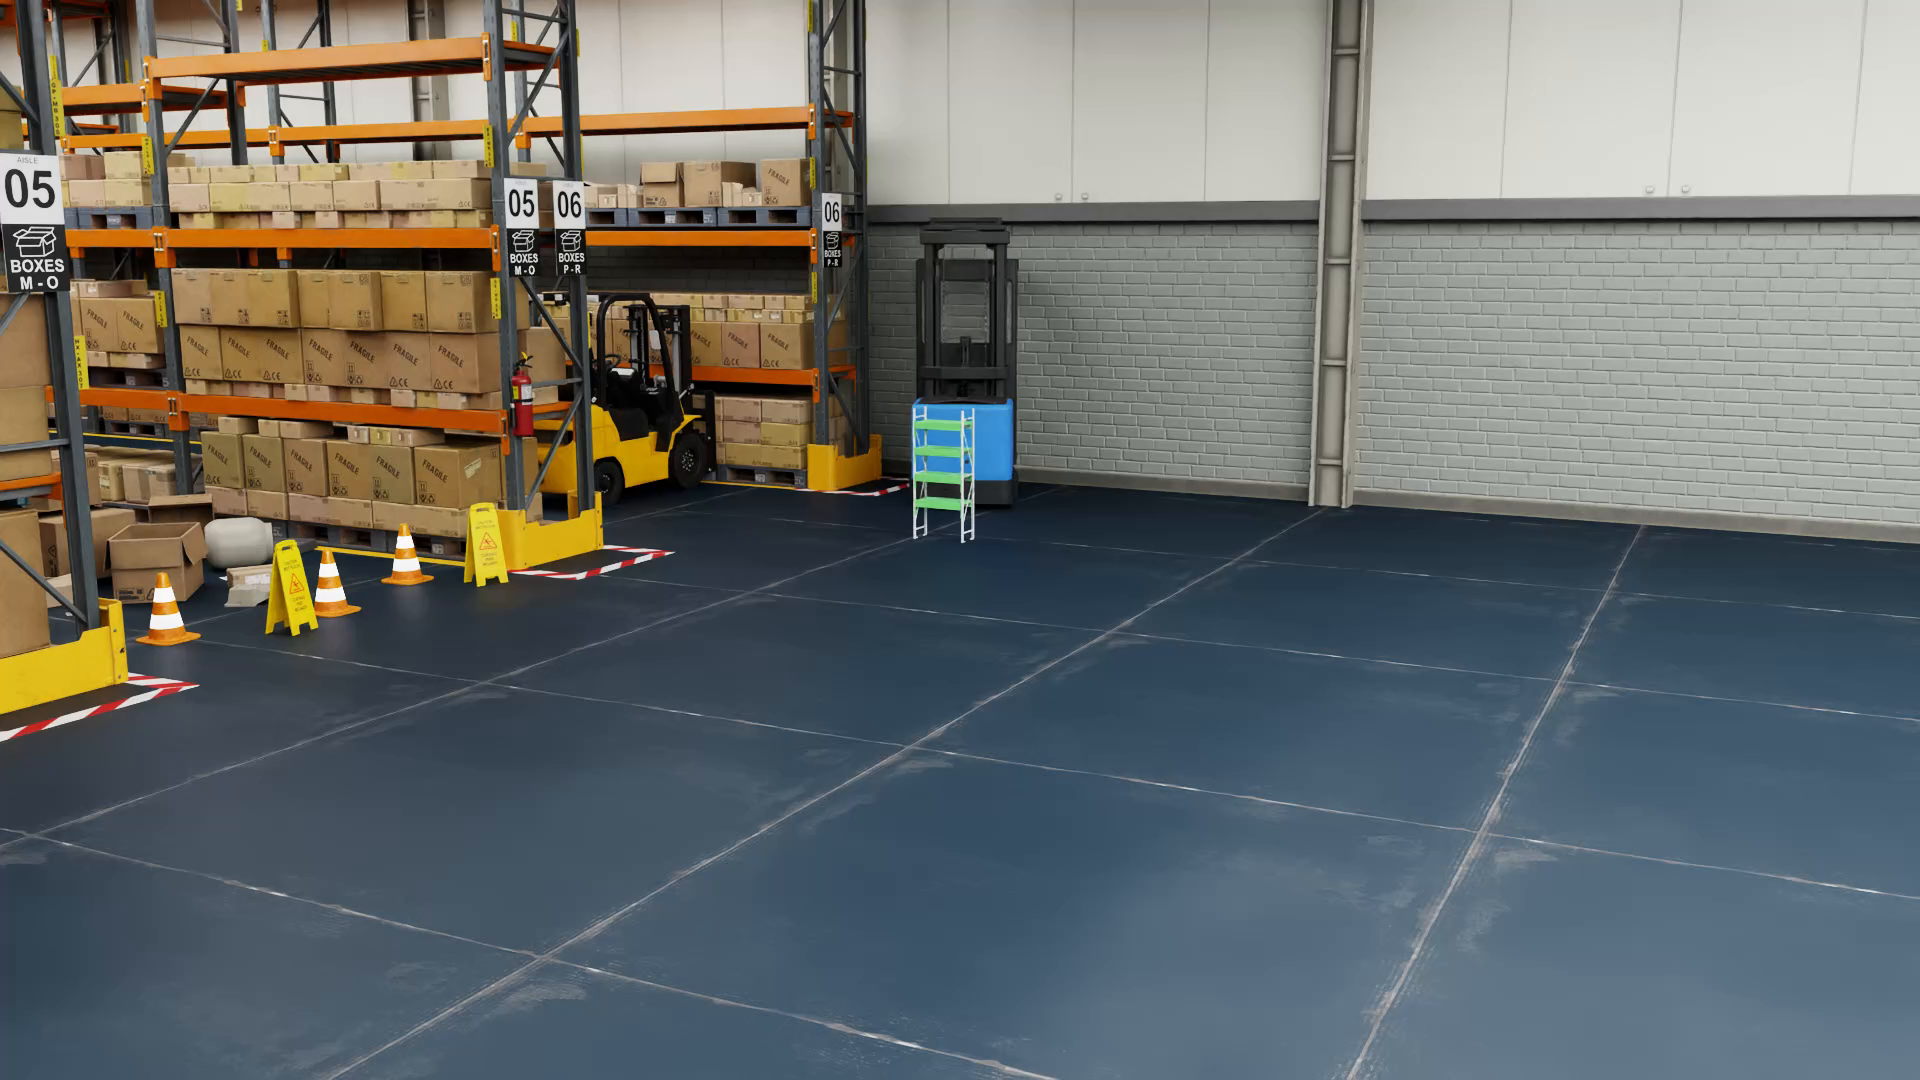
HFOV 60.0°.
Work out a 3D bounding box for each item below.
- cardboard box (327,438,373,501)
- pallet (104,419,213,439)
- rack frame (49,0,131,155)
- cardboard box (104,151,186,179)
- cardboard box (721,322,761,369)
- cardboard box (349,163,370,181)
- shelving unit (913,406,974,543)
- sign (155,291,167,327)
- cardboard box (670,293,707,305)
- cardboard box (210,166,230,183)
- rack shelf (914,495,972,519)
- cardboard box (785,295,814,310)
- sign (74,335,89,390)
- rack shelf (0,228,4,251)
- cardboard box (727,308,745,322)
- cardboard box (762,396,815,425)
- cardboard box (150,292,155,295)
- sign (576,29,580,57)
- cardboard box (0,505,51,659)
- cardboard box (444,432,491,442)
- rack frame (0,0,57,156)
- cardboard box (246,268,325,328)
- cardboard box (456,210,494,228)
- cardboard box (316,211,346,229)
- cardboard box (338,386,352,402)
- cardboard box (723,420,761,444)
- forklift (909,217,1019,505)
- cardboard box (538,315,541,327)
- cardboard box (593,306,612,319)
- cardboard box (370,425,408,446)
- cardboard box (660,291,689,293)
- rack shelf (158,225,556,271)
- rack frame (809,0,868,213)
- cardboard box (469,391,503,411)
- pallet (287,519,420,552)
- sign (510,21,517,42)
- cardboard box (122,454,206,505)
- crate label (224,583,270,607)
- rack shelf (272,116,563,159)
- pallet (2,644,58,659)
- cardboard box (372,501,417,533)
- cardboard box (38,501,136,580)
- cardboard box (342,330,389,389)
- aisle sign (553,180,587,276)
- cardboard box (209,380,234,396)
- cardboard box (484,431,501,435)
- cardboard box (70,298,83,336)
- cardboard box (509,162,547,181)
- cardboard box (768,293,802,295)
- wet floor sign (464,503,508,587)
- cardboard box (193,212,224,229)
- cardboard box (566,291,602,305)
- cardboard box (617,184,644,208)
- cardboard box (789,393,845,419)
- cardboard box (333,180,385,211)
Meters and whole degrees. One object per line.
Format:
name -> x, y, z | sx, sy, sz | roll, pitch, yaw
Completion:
cardboard box -> -5.257, -0.648, 14.822 | 0.500, 0.500, 0.500 | 5, 11, 24
pallet -> -11.326, -1.630, 23.647 | 1.213, 0.211, 1.003 | 5, 11, 26
rack frame -> -12.072, -6.013, 23.185 | 0.127, 3.000, 1.000 | 5, 11, 26
cardboard box -> -7.667, -3.517, 15.658 | 0.500, 0.250, 0.500 | 5, 12, 27
cardboard box -> -2.329, -2.204, 18.702 | 0.500, 0.500, 0.500 | 5, 12, 28
cardboard box -> -5.033, -3.163, 14.330 | 0.250, 0.149, 0.380 | 5, 11, 24
shelving unit -> -0.148, -0.603, 15.195 | 0.503, 1.200, 0.258 | 5, 11, 26
sign -> -7.333, -2.118, 15.260 | 0.005, 0.325, 0.100 | 5, 11, 26
cardboard box -> -3.103, -2.744, 19.034 | 0.250, 0.149, 0.380 | 5, 11, 27
cardboard box -> -6.474, -3.267, 14.903 | 0.250, 0.149, 0.380 | 5, 11, 24
rack shelf -> -0.148, -0.304, 15.250 | 0.480, 0.148, 0.258 | 5, 11, 26
cardboard box -> -1.725, -2.624, 18.371 | 0.250, 0.149, 0.380 | 5, 11, 26
sign -> -5.352, -1.077, 10.103 | 0.005, 0.325, 0.100 | 5, 11, 26
rack shelf -> -7.397, -1.803, 10.368 | 4.000, 0.370, 1.077 | 5, 11, 26
cardboard box -> -2.411, -2.533, 18.701 | 0.250, 0.149, 0.380 | 5, 11, 25
cardboard box -> -1.862, -1.447, 18.538 | 0.500, 0.250, 0.500 | 5, 12, 28
cardboard box -> -10.569, -3.140, 22.698 | 0.500, 0.500, 0.700 | 5, 11, 26
sign -> -4.630, -6.007, 20.083 | 0.005, 0.325, 0.100 | 5, 11, 26
cardboard box -> -6.241, 0.272, 10.089 | 0.875, 0.875, 0.875 | 5, 11, 26
cardboard box -> -4.597, -0.695, 15.082 | 0.500, 0.500, 0.500 | 5, 11, 24
rack frame -> -5.603, -3.476, 9.166 | 0.127, 3.000, 1.000 | 5, 11, 26
cardboard box -> -5.905, -2.168, 14.863 | 0.500, 0.500, 0.700 | 5, 11, 25
cardboard box -> -3.947, -2.658, 13.776 | 0.250, 0.149, 0.380 | 5, 11, 26
cardboard box -> -5.345, -2.772, 14.406 | 0.250, 0.149, 0.380 | 5, 11, 25
cardboard box -> -5.296, -1.317, 14.792 | 0.250, 0.149, 0.380 | 5, 11, 26
cardboard box -> -2.331, -1.244, 18.821 | 0.500, 0.250, 0.500 | 5, 11, 25
forklift -> 0.083, -2.006, 18.081 | 1.130, 2.935, 3.031 | 0, 10, 3
cardboard box -> -5.451, -2.600, 20.193 | 0.500, 0.250, 0.500 | 5, 11, 25
cardboard box -> -4.061, -2.664, 19.425 | 0.250, 0.149, 0.380 | 5, 12, 27
cardboard box -> -4.920, -0.924, 14.527 | 0.250, 0.149, 0.380 | 5, 12, 27
cardboard box -> -3.344, -2.862, 19.684 | 0.250, 0.149, 0.380 | 5, 11, 25
rack shelf -> -5.297, -2.602, 14.780 | 4.000, 0.370, 1.077 | 5, 11, 26
rack frame -> -1.311, -5.067, 17.960 | 0.127, 3.000, 1.000 | 5, 11, 26
cardboard box -> -3.934, -1.194, 14.109 | 0.250, 0.149, 0.380 | 5, 12, 28
pallet -> -5.375, -0.122, 15.311 | 1.213, 0.211, 1.003 | 5, 11, 26
sign -> -5.127, -5.793, 19.127 | 0.005, 0.325, 0.100 | 5, 11, 26
cardboard box -> -7.562, -0.592, 16.277 | 0.625, 0.372, 0.950 | 5, 11, 27
crate label -> -5.379, 0.411, 12.576 | 0.298, 0.136, 0.250 | -1, 10, -4
rack shelf -> -6.691, -4.989, 20.672 | 4.000, 0.370, 1.077 | 5, 11, 26
pallet -> -6.355, 0.798, 10.228 | 1.213, 0.211, 1.003 | 5, 11, 26
cardboard box -> -4.809, -0.239, 14.667 | 0.500, 0.250, 0.500 | 5, 11, 26
cardboard box -> -7.041, 0.033, 13.253 | 0.503, 0.637, 0.797 | 5, 11, 26
cardboard box -> -5.006, -1.597, 14.513 | 0.500, 0.500, 0.500 | 5, 11, 26
aisle sign -> -3.311, -2.646, 14.128 | 0.004, 0.787, 0.394 | 5, 11, 26
cardboard box -> -6.701, -1.426, 15.392 | 0.250, 0.149, 0.380 | 5, 12, 27
cardboard box -> -5.371, -1.508, 20.627 | 0.625, 0.625, 0.875 | 6, 12, 28
cardboard box -> -8.512, -2.120, 16.225 | 0.500, 0.500, 0.500 | 5, 12, 28
cardboard box -> -3.732, -3.127, 14.132 | 0.250, 0.149, 0.380 | 5, 11, 25
cardboard box -> -1.980, -2.735, 18.982 | 0.250, 0.149, 0.380 | 5, 12, 27
wet floor sign -> -3.807, 0.022, 13.295 | 0.267, 0.644, 0.232 | -10, 14, -43
cardboard box -> -6.711, -2.896, 15.092 | 0.250, 0.149, 0.380 | 5, 11, 26
cardboard box -> -4.461, -2.869, 19.724 | 0.250, 0.149, 0.380 | 5, 11, 27
cardboard box -> -3.701, -3.931, 19.020 | 0.258, 0.266, 0.396 | 5, 11, 24
cardboard box -> -1.658, -1.529, 18.989 | 0.500, 0.250, 0.500 | 5, 11, 25
cardboard box -> -5.000, -2.948, 14.259 | 0.500, 0.250, 0.500 | 5, 12, 27
